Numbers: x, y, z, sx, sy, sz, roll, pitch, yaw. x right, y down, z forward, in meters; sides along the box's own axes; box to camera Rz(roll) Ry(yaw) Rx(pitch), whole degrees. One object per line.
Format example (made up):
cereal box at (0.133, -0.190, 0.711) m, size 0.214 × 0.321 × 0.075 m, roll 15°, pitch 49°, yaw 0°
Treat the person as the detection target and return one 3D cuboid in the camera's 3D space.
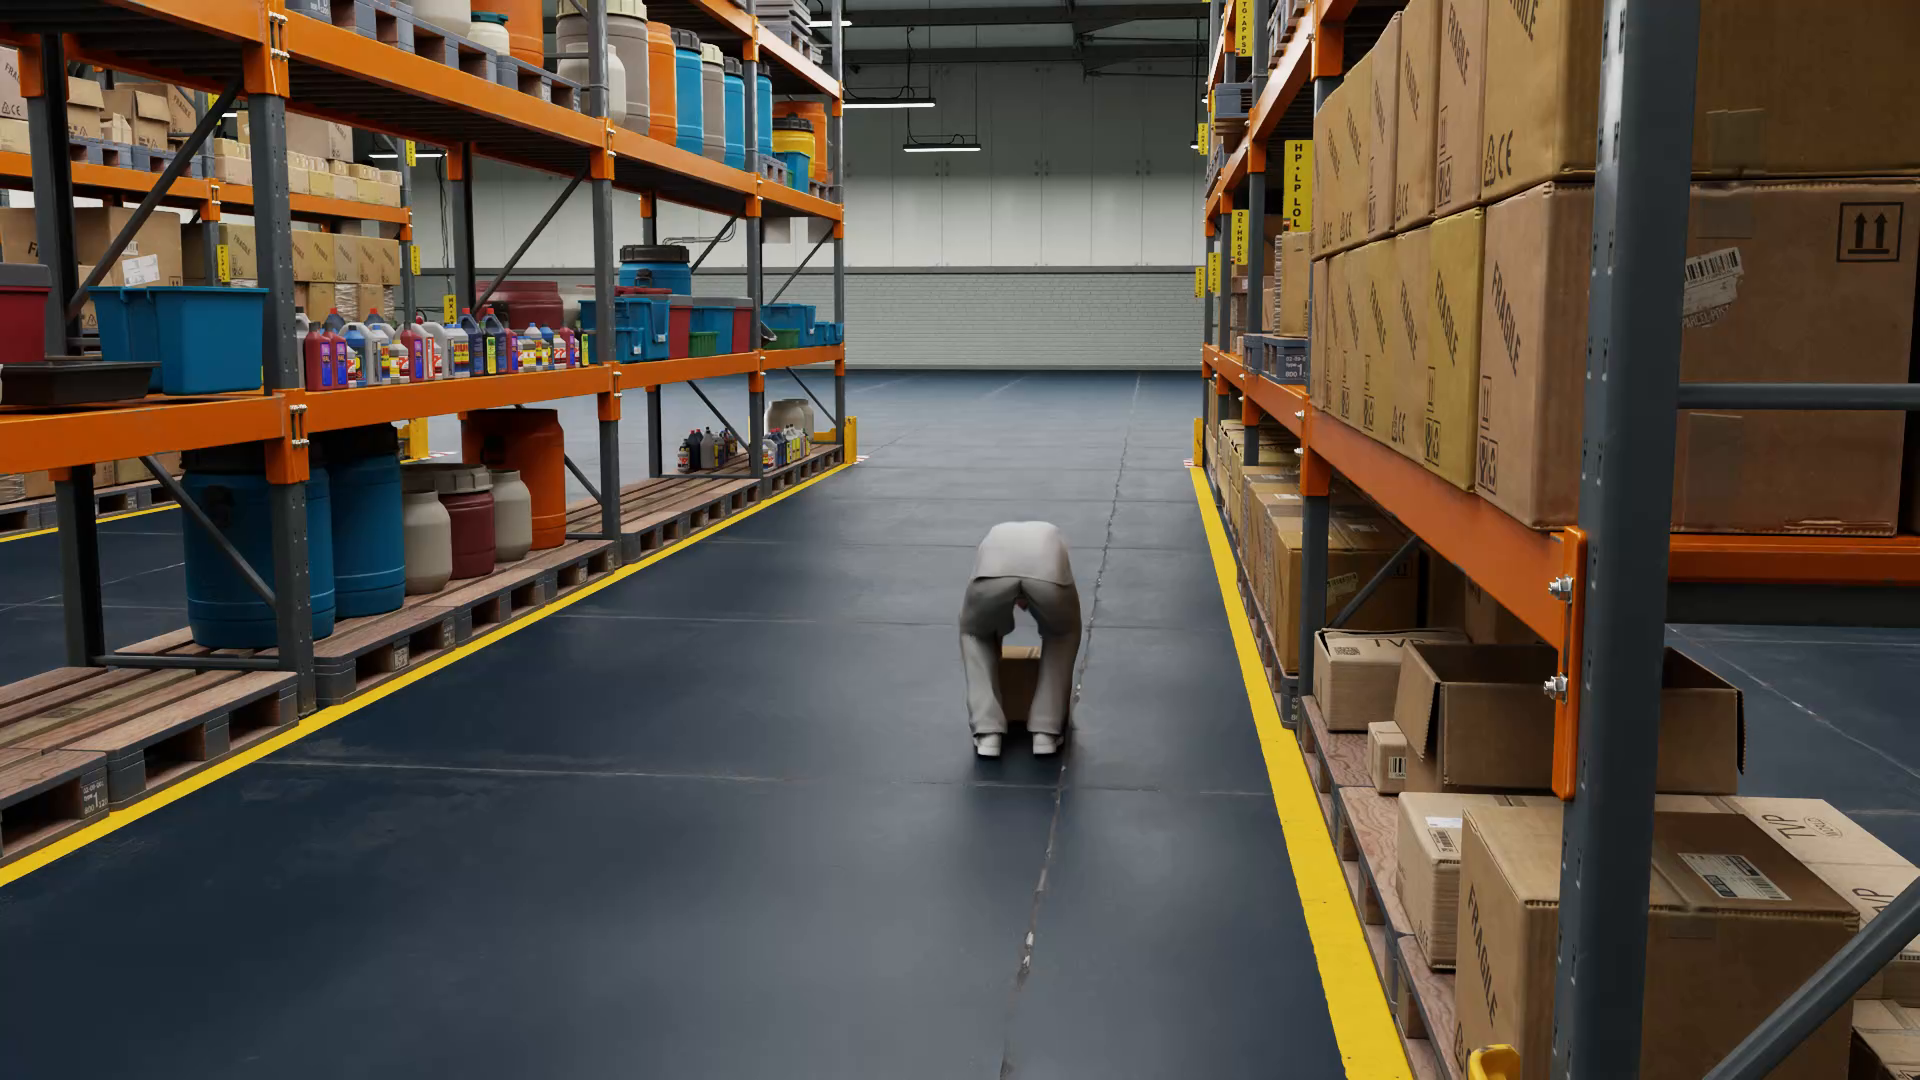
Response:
person at (0.210, -0.038, 6.085) m, size 0.488 × 1.673 × 0.364 m, roll 1°, pitch 8°, yaw 4°
